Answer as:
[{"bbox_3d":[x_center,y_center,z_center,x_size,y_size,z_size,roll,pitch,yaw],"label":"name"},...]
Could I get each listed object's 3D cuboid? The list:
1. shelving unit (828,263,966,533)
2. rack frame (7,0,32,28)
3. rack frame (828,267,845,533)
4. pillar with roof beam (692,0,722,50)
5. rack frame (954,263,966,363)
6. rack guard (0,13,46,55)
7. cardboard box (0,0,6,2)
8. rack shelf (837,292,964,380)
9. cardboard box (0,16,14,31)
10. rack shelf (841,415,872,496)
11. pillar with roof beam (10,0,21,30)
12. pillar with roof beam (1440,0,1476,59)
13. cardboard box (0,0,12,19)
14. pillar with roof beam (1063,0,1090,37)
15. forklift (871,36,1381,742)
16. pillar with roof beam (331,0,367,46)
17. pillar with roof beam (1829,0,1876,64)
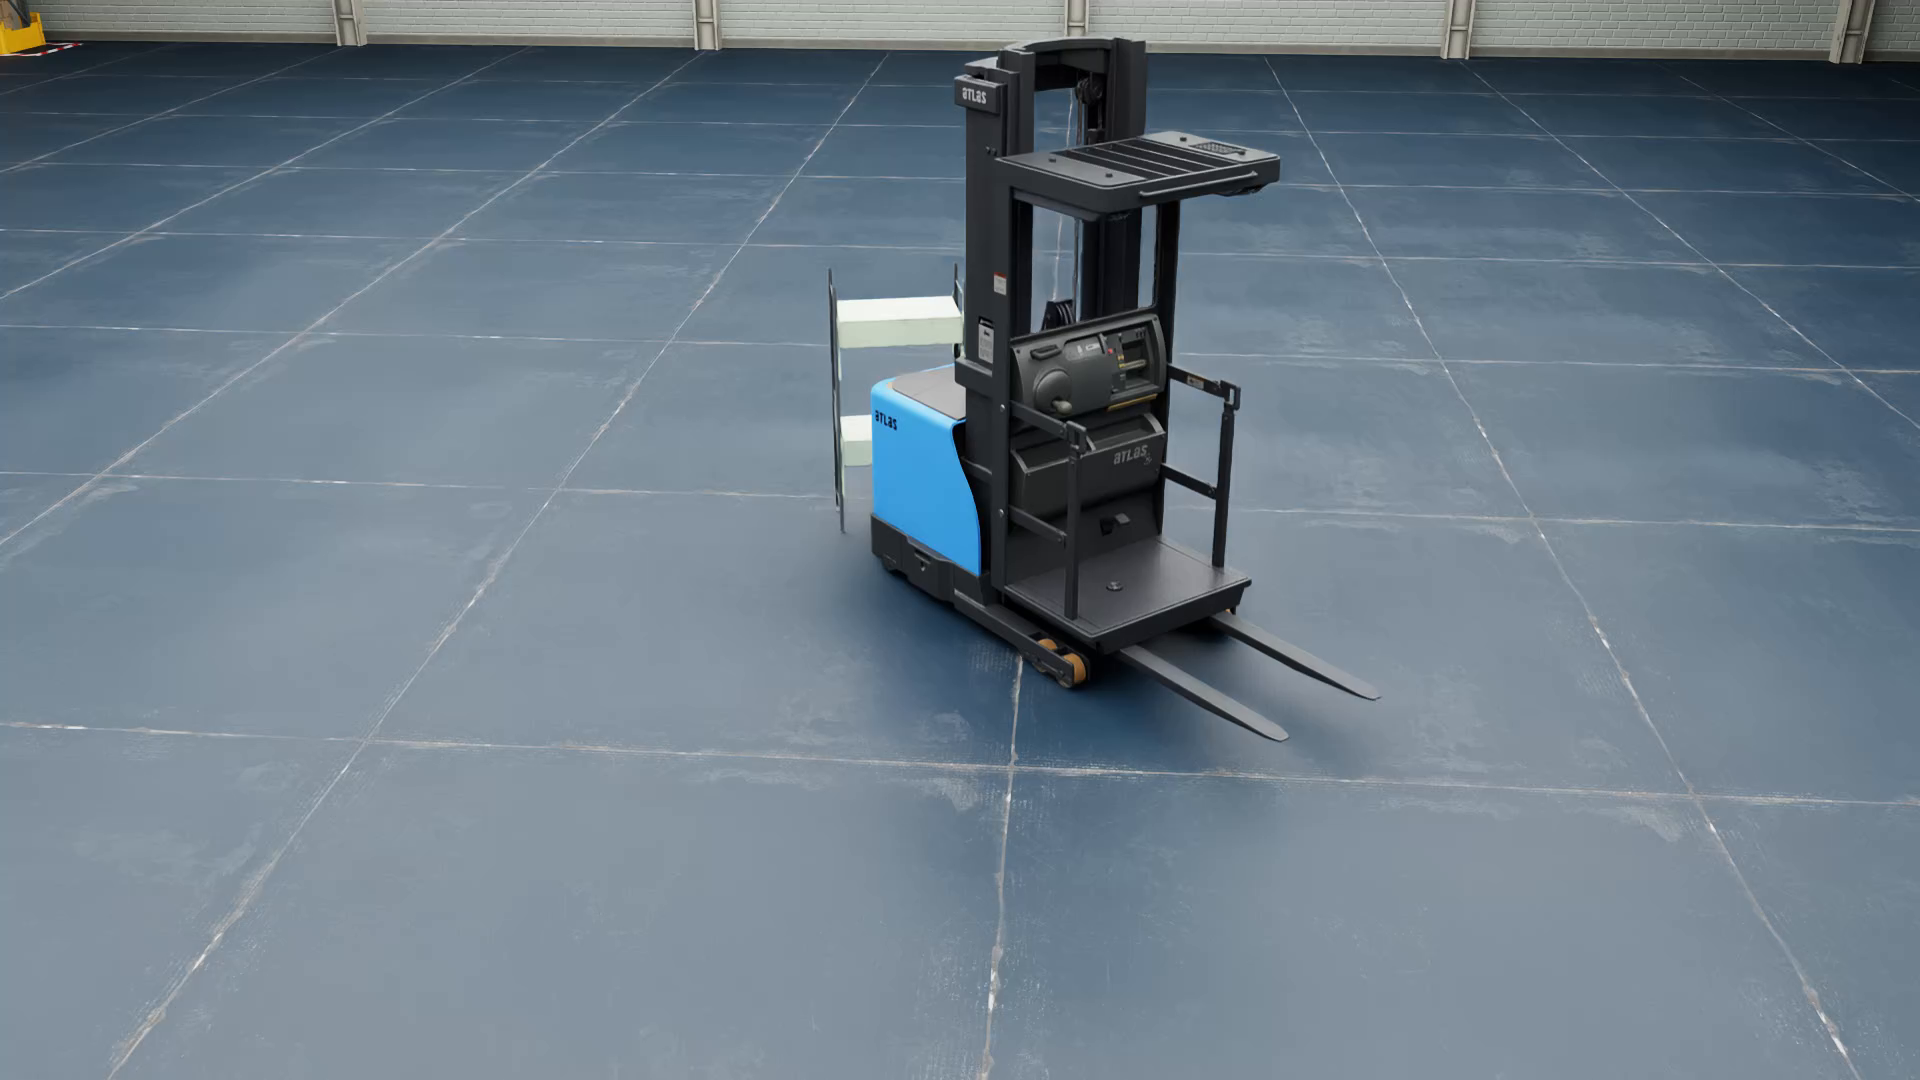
[{"bbox_3d":[-0.360,-0.827,9.753,0.755,1.500,0.431,-3,25,-7],"label":"shelving unit"},{"bbox_3d":[-15.457,-9.398,26.586,0.127,3.000,1.000,2,25,4],"label":"rack frame"},{"bbox_3d":[-0.723,-0.805,9.705,0.023,1.500,0.400,-3,25,-7],"label":"rack frame"},{"bbox_3d":[-4.447,-10.343,21.463,0.400,9.000,9.100,2,25,4],"label":"pillar with roof beam"},{"bbox_3d":[0.002,-0.849,9.800,0.023,1.500,0.400,-3,25,-7],"label":"rack frame"},{"bbox_3d":[-15.433,-8.262,27.107,0.348,0.500,1.175,2,25,4],"label":"rack guard"},{"bbox_3d":[-15.922,-8.888,27.069,0.500,0.250,0.500,1,25,3],"label":"cardboard box"},{"bbox_3d":[-0.360,-1.181,9.590,0.720,0.370,0.431,-3,25,-7],"label":"rack shelf"},{"bbox_3d":[-15.932,-8.437,27.285,0.500,0.250,0.500,2,25,4],"label":"cardboard box"},{"bbox_3d":[-0.360,-0.531,9.889,0.720,0.370,0.431,-3,25,-7],"label":"rack shelf"},{"bbox_3d":[-16.412,-10.727,22.298,0.400,9.000,9.100,2,25,4],"label":"pillar with roof beam"},{"bbox_3d":[7.518,-9.959,20.629,0.400,9.000,9.100,2,25,4],"label":"pillar with roof beam"},{"bbox_3d":[-15.910,-8.669,27.190,0.500,0.250,0.500,2,25,5],"label":"cardboard box"},{"bbox_3d":[1.536,-10.151,21.046,0.400,9.000,9.100,2,25,4],"label":"pillar with roof beam"},{"bbox_3d":[0.776,-0.837,8.062,1.130,2.935,3.031,-17,30,-33],"label":"forklift"},{"bbox_3d":[-10.429,-10.535,21.881,0.400,9.000,9.100,2,25,4],"label":"pillar with roof beam"},{"bbox_3d":[13.500,-9.767,20.212,0.400,9.000,9.100,2,25,4],"label":"pillar with roof beam"}]
